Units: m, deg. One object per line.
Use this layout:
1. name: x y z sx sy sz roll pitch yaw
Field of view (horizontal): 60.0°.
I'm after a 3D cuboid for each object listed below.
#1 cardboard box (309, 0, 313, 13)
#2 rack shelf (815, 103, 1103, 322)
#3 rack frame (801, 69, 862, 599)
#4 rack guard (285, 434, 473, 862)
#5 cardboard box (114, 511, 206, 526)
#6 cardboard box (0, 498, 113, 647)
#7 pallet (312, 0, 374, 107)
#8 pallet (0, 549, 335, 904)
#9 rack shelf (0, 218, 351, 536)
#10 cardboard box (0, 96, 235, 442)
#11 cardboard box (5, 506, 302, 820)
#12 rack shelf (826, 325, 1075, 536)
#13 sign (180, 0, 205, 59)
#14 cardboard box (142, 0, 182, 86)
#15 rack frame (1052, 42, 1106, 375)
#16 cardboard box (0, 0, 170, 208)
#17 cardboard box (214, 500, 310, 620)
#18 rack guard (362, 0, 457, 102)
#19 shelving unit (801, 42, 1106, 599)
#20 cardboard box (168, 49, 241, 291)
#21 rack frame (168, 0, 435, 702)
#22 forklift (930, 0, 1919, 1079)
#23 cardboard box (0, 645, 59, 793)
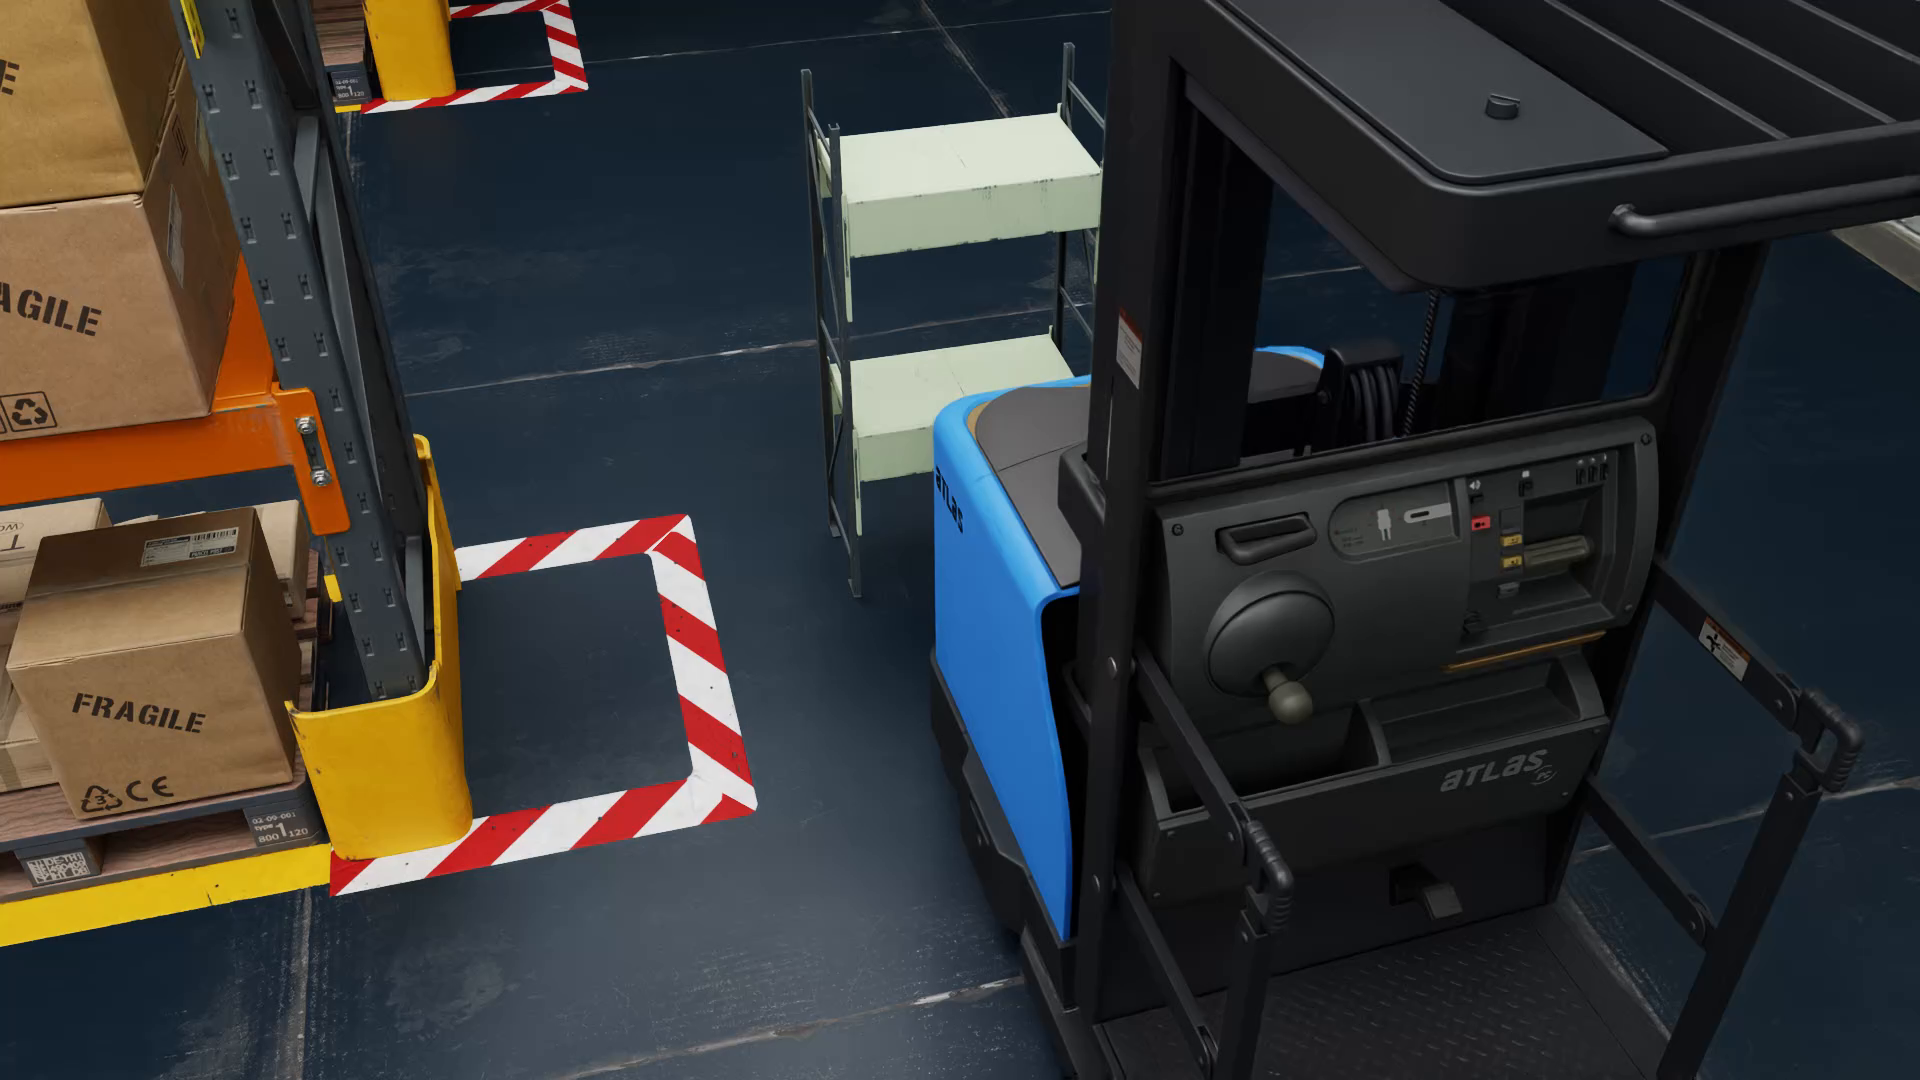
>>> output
1. cardboard box: -3.433 -2.663 7.975 0.500 0.500 0.700 -9 38 -12
2. rack shelf: -0.006 -0.905 4.556 0.720 0.370 0.431 -9 38 -12
3. rack frame: -0.360 -0.537 4.717 0.023 1.500 0.400 -9 38 -12
4. rack guard: -1.562 0.251 4.511 0.348 0.500 1.175 -9 38 -12
5. cardboard box: -2.224 0.101 4.619 0.250 0.166 0.380 -9 38 -12
6. cardboard box: -2.570 0.162 4.470 0.500 0.250 0.500 -9 38 -12
7. pallet: -3.535 -2.379 8.186 1.213 0.211 1.003 -9 38 -12
8. pallet: -2.331 0.493 4.433 1.213 0.211 1.003 -9 38 -12
9. rack shelf: -3.419 -0.151 3.571 4.000 0.370 1.077 -9 38 -12
10. cardboard box: -1.850 -0.563 3.435 0.500 0.500 0.500 -8 38 -11
11. cardboard box: -1.949 0.295 4.091 0.500 0.500 0.500 -9 38 -12
12. rack shelf: -0.006 -0.336 4.991 0.720 0.370 0.431 -9 38 -12
13. sign: -1.363 -1.011 2.889 0.005 0.325 0.100 -9 38 -12
14. cardboard box: -1.986 -1.275 3.543 0.500 0.500 0.500 -8 38 -11
15. rack frame: 0.347 -0.653 4.869 0.023 1.500 0.400 -9 38 -12
16. cardboard box: -1.847 -0.959 3.130 0.500 0.500 0.500 -10 38 -12
17. cardboard box: -1.983 0.068 4.676 0.250 0.149 0.380 -9 38 -12
18. rack guard: -2.761 -2.670 8.329 0.348 0.500 1.175 -9 38 -12
19. shelving unit: -0.006 -0.595 4.793 0.755 1.500 0.431 -9 38 -12
20. cardboard box: -1.986 -0.878 3.847 0.500 0.500 0.500 -9 38 -11
21. rack frame: -1.489 -0.754 3.767 0.127 3.000 1.000 -9 38 -12
22. forklift: 0.844 0.125 2.675 1.130 2.935 3.031 -11 39 -14
23. cardboard box: -2.364 0.439 4.178 0.250 0.166 0.380 -9 38 -12
